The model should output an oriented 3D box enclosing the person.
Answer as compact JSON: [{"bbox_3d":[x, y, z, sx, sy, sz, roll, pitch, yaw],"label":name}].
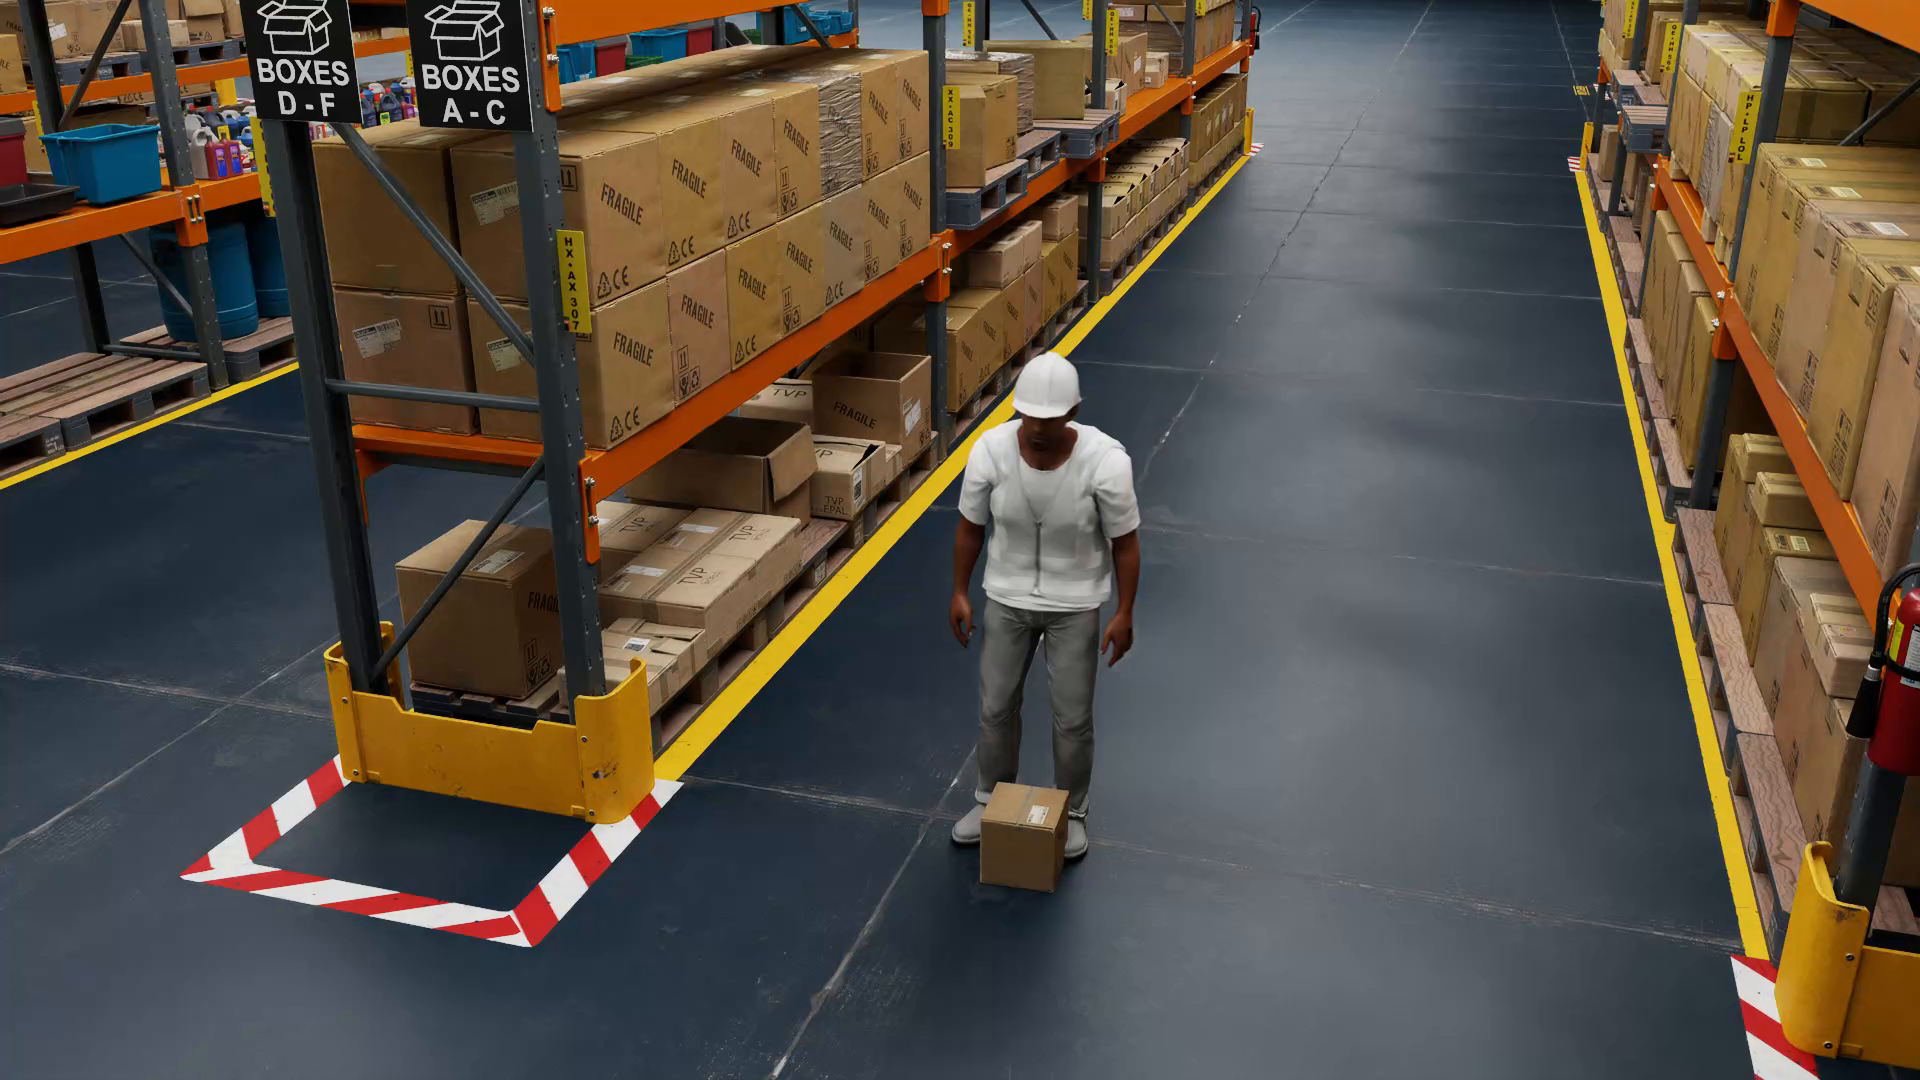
[{"bbox_3d":[0.270,0.219,5.517,0.630,1.761,0.462,6,23,15],"label":"person"}]
